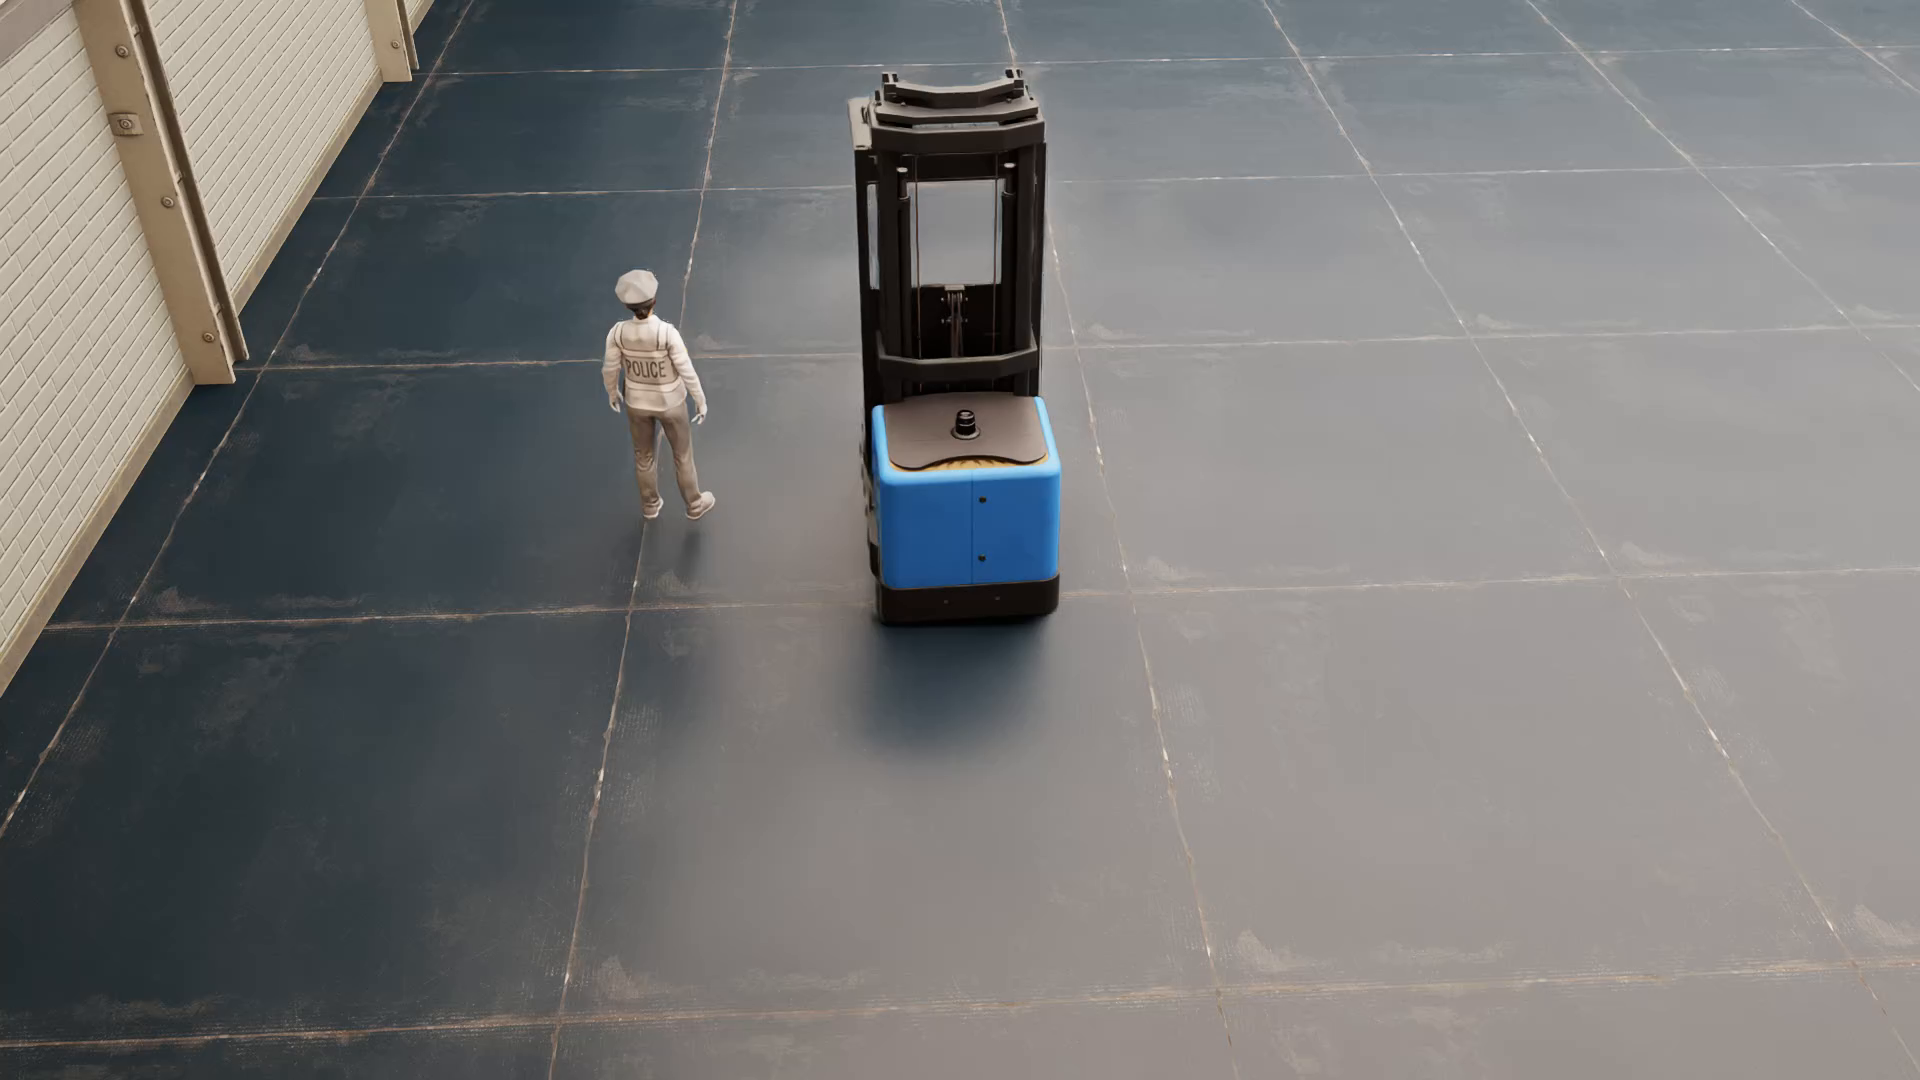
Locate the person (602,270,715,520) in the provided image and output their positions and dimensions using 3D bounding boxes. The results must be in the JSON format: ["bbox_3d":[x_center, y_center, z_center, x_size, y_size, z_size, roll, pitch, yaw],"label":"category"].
[{"bbox_3d":[-1.830,-0.848,10.042,0.624,1.712,0.407,3,36,5],"label":"person"}]

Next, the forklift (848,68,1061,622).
[{"bbox_3d":[-0.082,-1.558,10.150,1.130,2.935,3.031,-3,36,-5],"label":"forklift"}]
